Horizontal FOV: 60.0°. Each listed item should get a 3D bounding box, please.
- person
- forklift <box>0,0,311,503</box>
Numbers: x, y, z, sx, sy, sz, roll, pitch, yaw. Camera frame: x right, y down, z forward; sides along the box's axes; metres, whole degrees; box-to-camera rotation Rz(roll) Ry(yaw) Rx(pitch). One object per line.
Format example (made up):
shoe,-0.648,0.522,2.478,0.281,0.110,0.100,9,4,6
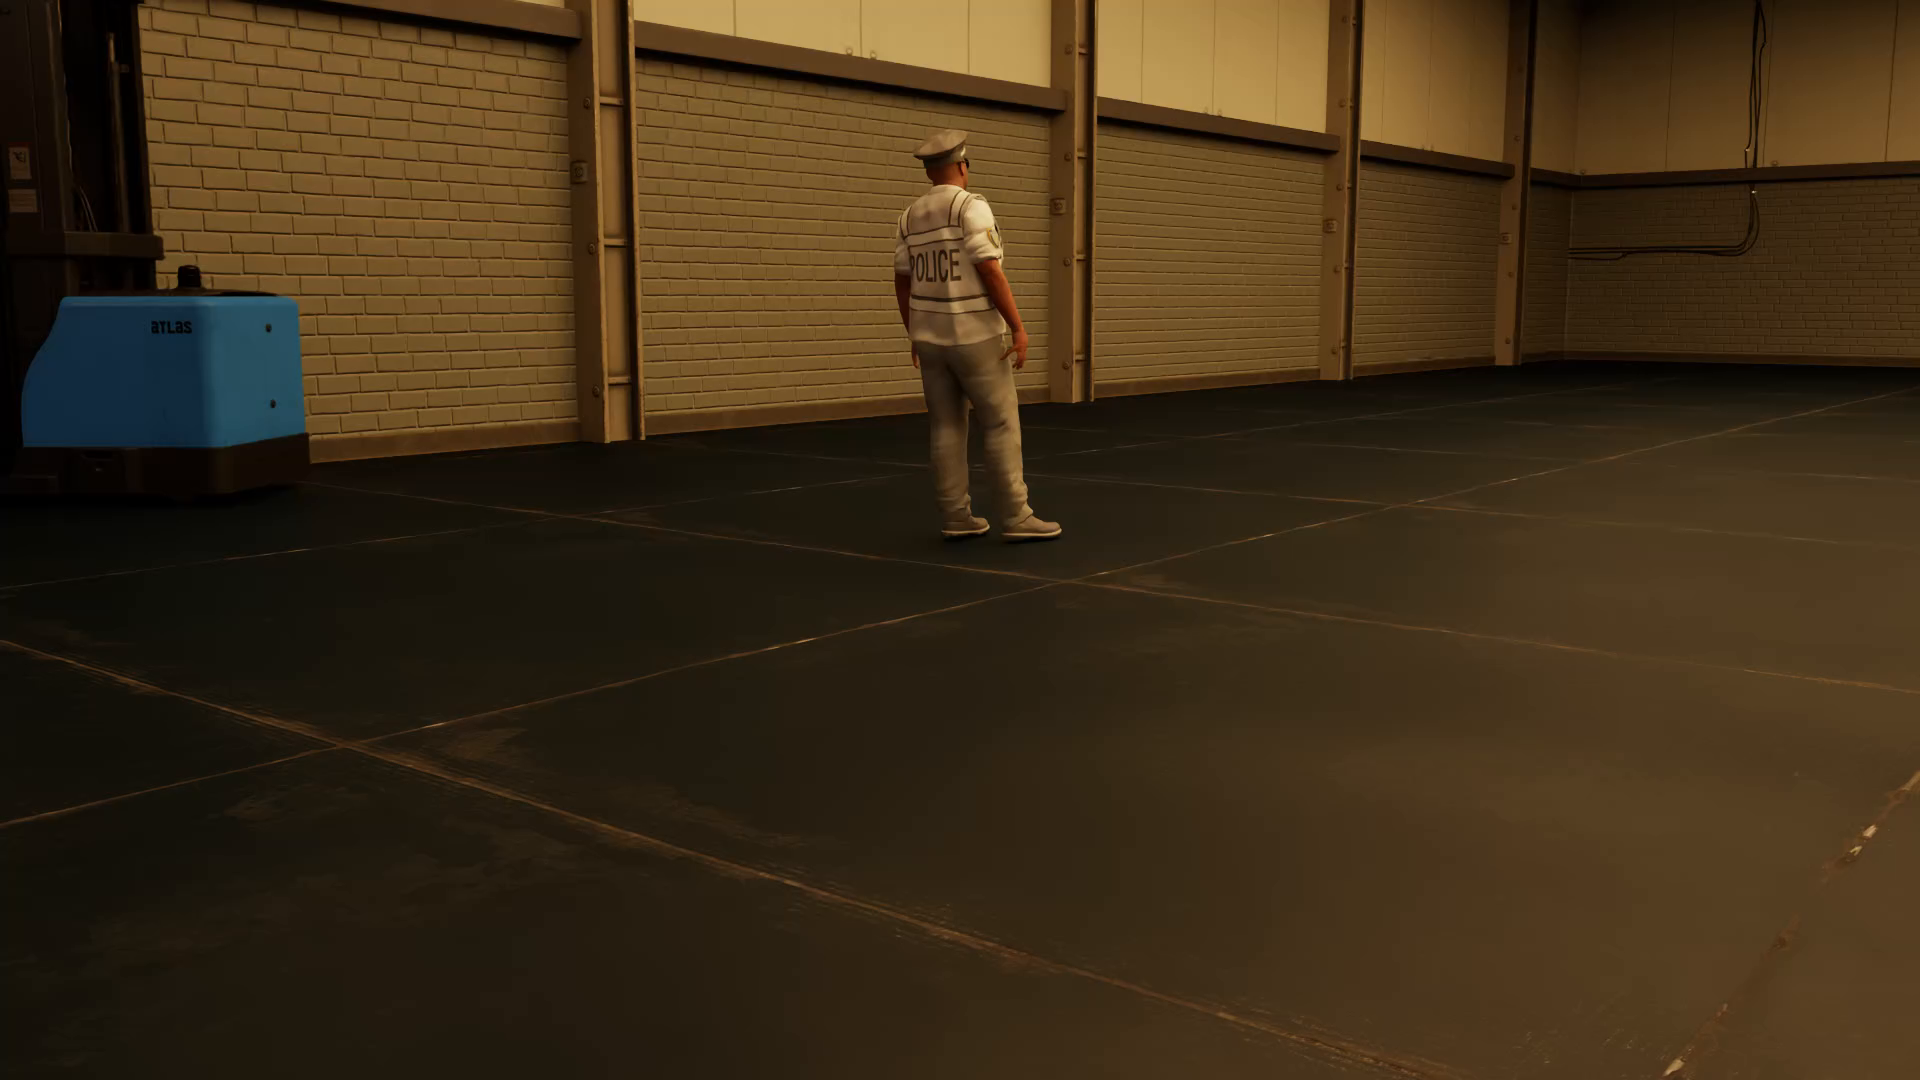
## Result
person,0.058,-0.896,7.327,0.640,1.781,0.575,7,11,38
forklift,-5.215,-1.698,8.885,3.031,2.935,1.130,1,8,4
